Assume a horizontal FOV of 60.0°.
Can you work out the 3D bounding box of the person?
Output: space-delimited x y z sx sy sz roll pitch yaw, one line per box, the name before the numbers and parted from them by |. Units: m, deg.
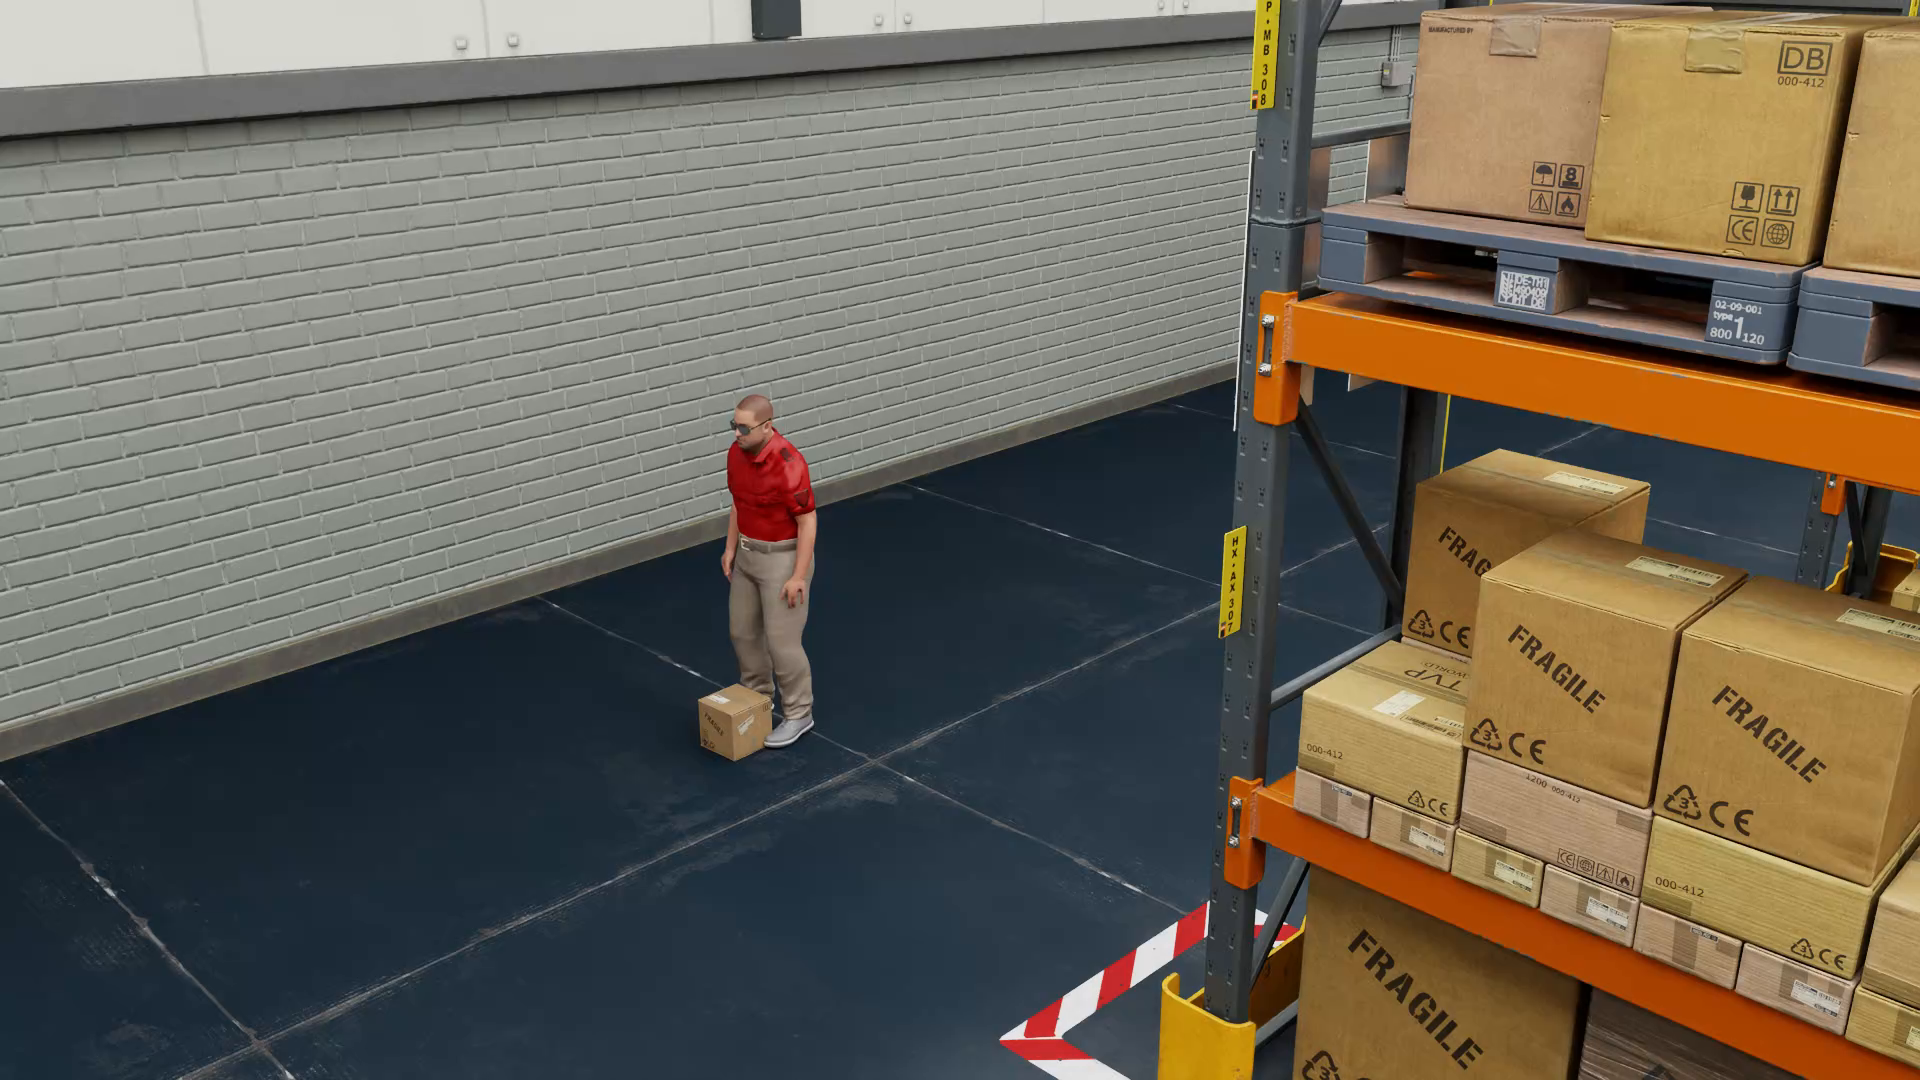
person | -0.927 0.124 8.007 0.586 1.727 0.395 19 28 41
